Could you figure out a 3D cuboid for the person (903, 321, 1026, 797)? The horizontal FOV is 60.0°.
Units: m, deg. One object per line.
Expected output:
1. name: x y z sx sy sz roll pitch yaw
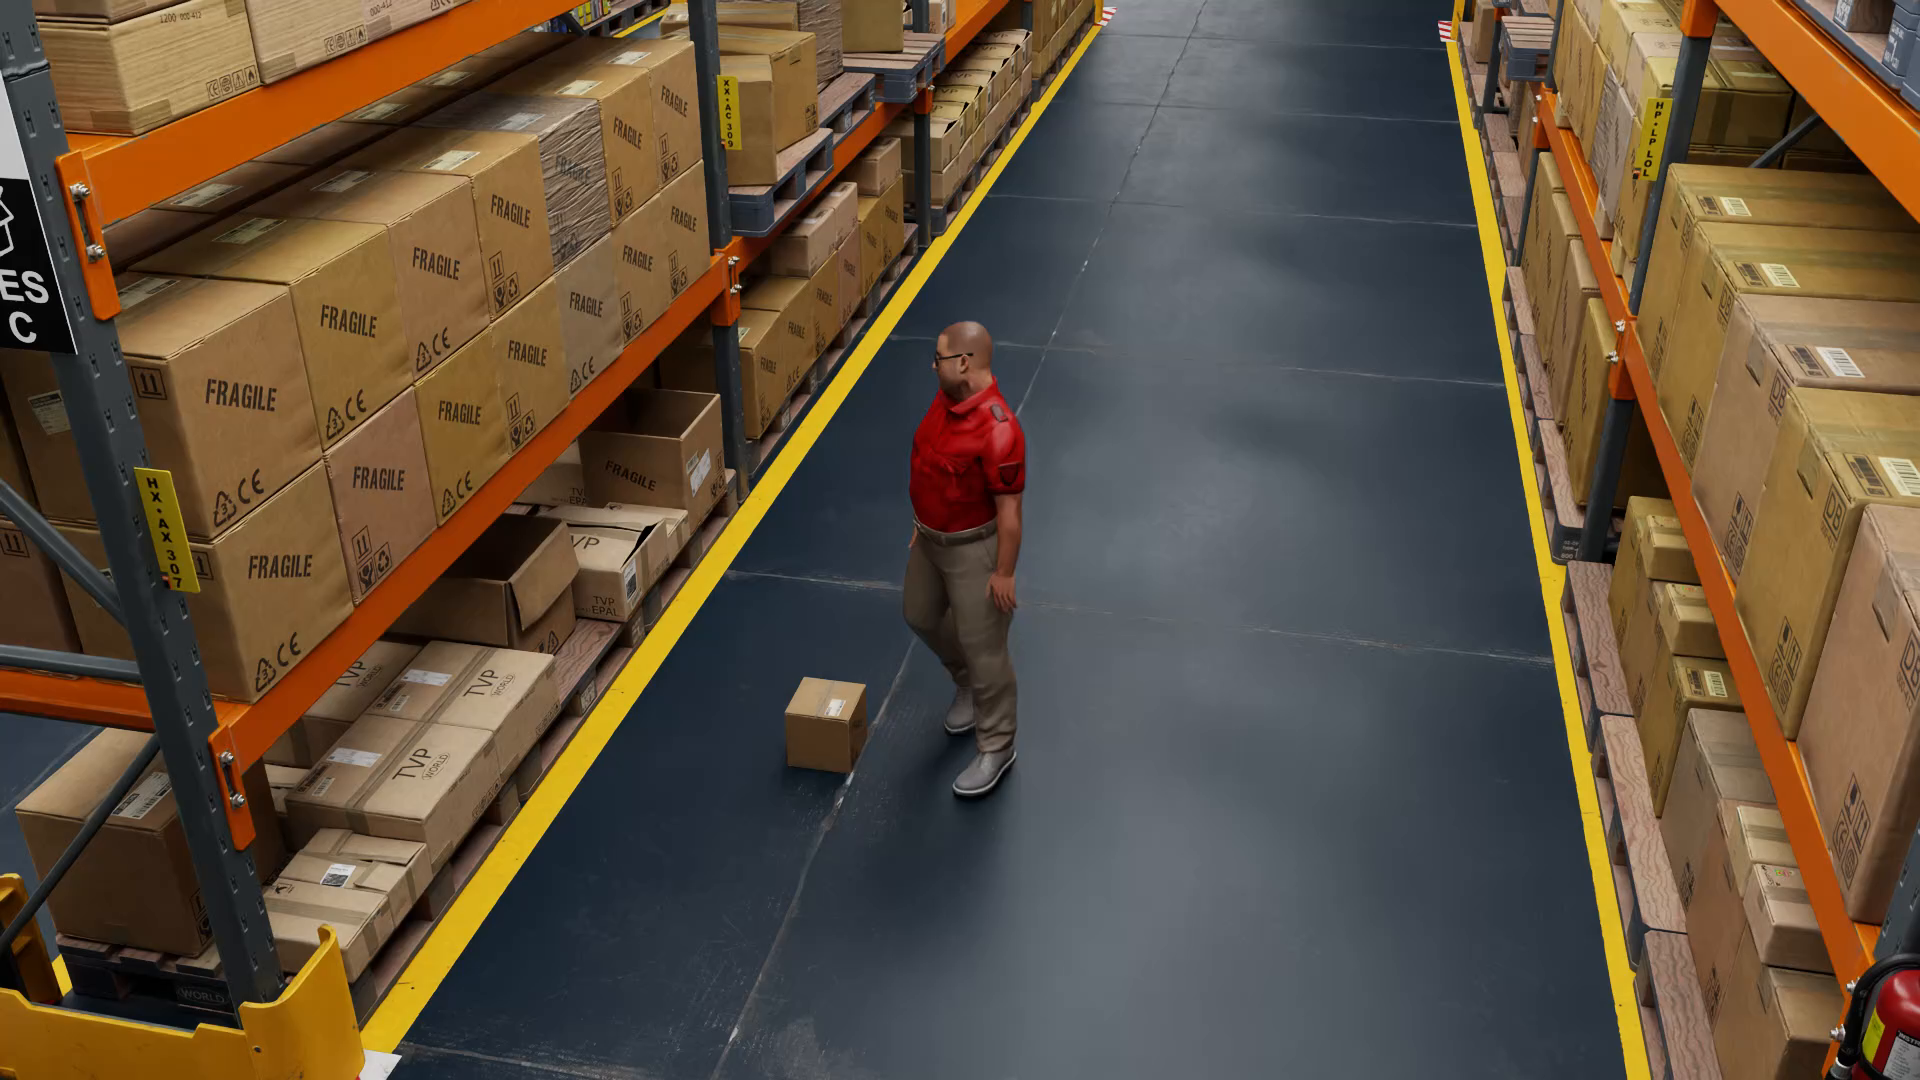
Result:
1. person: 0.058 0.037 6.032 0.432 1.731 0.601 -14 32 -24
